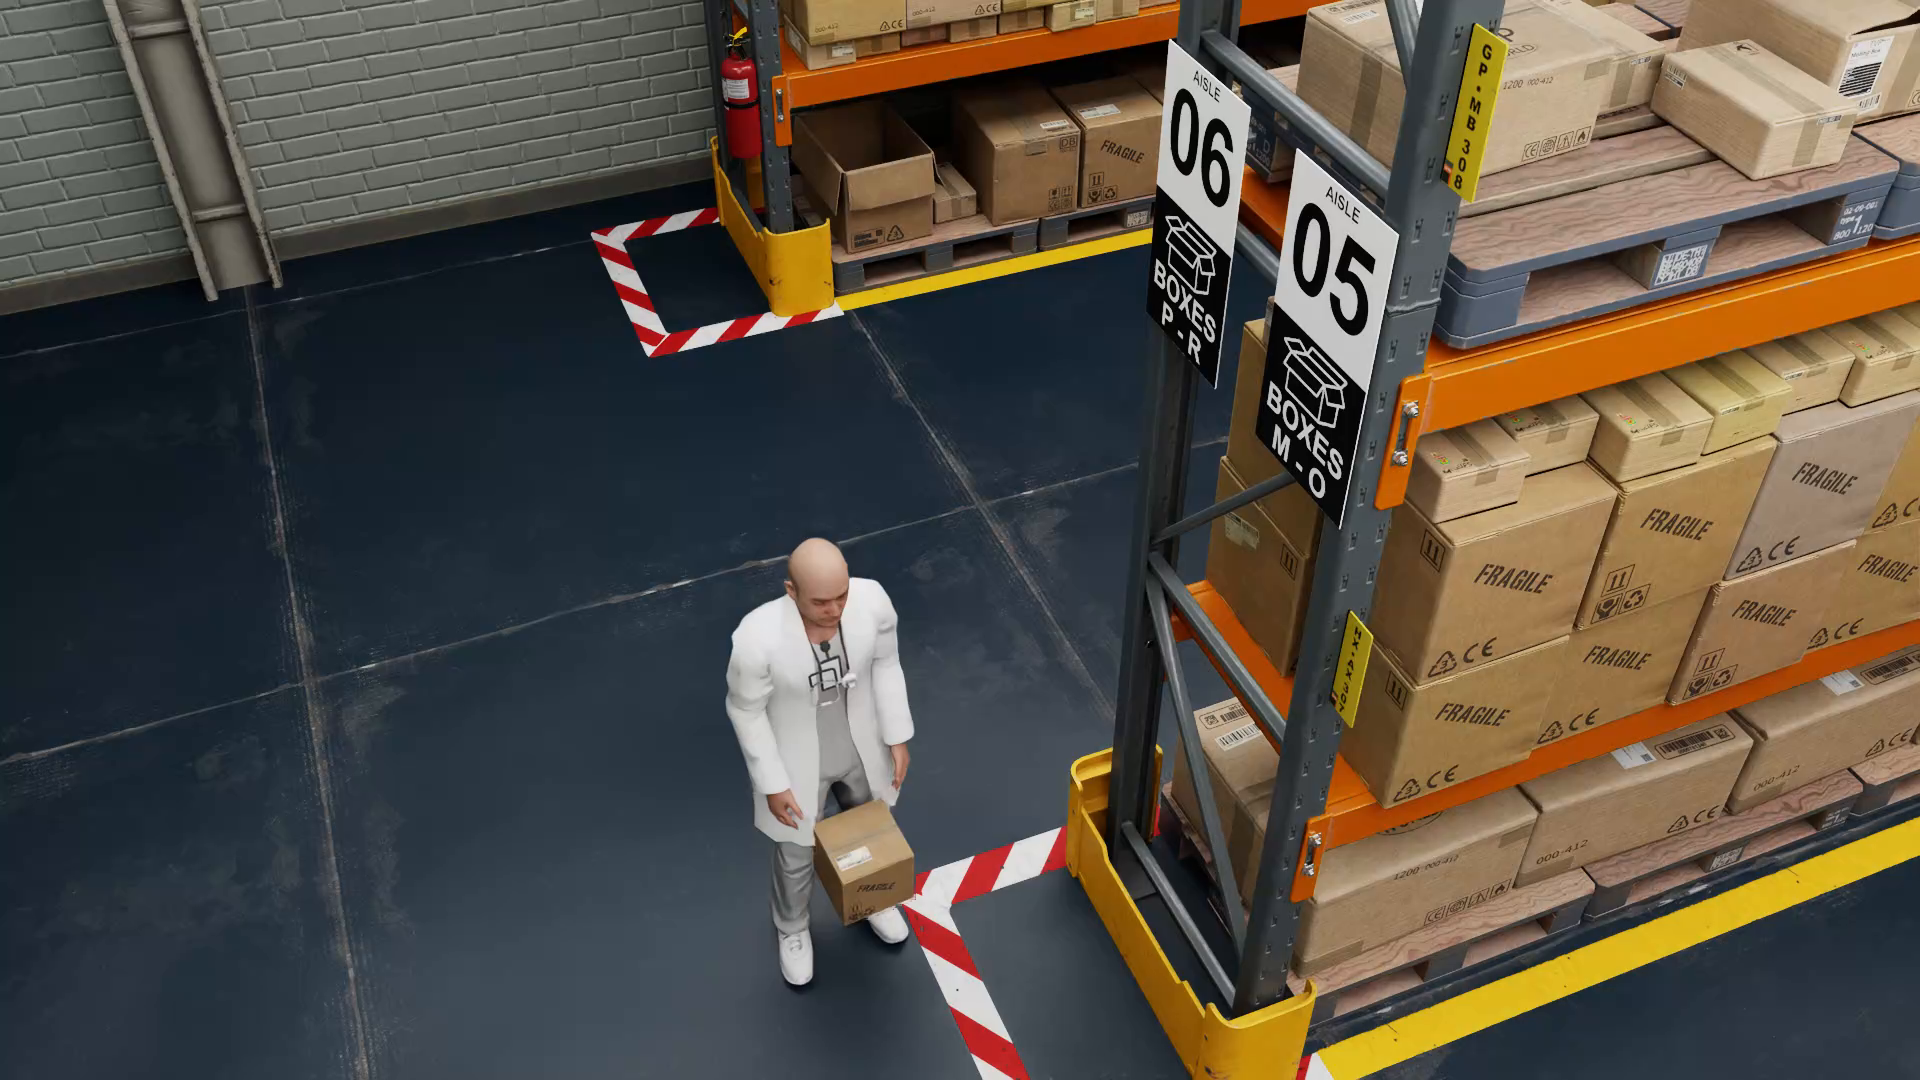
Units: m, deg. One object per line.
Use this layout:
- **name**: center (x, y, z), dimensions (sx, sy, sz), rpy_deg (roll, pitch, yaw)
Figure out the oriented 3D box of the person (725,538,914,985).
- **person**: center (-0.430, 0.692, 5.377), dimensions (0.587, 1.779, 0.424), rpy_deg (-19, 45, -20)
